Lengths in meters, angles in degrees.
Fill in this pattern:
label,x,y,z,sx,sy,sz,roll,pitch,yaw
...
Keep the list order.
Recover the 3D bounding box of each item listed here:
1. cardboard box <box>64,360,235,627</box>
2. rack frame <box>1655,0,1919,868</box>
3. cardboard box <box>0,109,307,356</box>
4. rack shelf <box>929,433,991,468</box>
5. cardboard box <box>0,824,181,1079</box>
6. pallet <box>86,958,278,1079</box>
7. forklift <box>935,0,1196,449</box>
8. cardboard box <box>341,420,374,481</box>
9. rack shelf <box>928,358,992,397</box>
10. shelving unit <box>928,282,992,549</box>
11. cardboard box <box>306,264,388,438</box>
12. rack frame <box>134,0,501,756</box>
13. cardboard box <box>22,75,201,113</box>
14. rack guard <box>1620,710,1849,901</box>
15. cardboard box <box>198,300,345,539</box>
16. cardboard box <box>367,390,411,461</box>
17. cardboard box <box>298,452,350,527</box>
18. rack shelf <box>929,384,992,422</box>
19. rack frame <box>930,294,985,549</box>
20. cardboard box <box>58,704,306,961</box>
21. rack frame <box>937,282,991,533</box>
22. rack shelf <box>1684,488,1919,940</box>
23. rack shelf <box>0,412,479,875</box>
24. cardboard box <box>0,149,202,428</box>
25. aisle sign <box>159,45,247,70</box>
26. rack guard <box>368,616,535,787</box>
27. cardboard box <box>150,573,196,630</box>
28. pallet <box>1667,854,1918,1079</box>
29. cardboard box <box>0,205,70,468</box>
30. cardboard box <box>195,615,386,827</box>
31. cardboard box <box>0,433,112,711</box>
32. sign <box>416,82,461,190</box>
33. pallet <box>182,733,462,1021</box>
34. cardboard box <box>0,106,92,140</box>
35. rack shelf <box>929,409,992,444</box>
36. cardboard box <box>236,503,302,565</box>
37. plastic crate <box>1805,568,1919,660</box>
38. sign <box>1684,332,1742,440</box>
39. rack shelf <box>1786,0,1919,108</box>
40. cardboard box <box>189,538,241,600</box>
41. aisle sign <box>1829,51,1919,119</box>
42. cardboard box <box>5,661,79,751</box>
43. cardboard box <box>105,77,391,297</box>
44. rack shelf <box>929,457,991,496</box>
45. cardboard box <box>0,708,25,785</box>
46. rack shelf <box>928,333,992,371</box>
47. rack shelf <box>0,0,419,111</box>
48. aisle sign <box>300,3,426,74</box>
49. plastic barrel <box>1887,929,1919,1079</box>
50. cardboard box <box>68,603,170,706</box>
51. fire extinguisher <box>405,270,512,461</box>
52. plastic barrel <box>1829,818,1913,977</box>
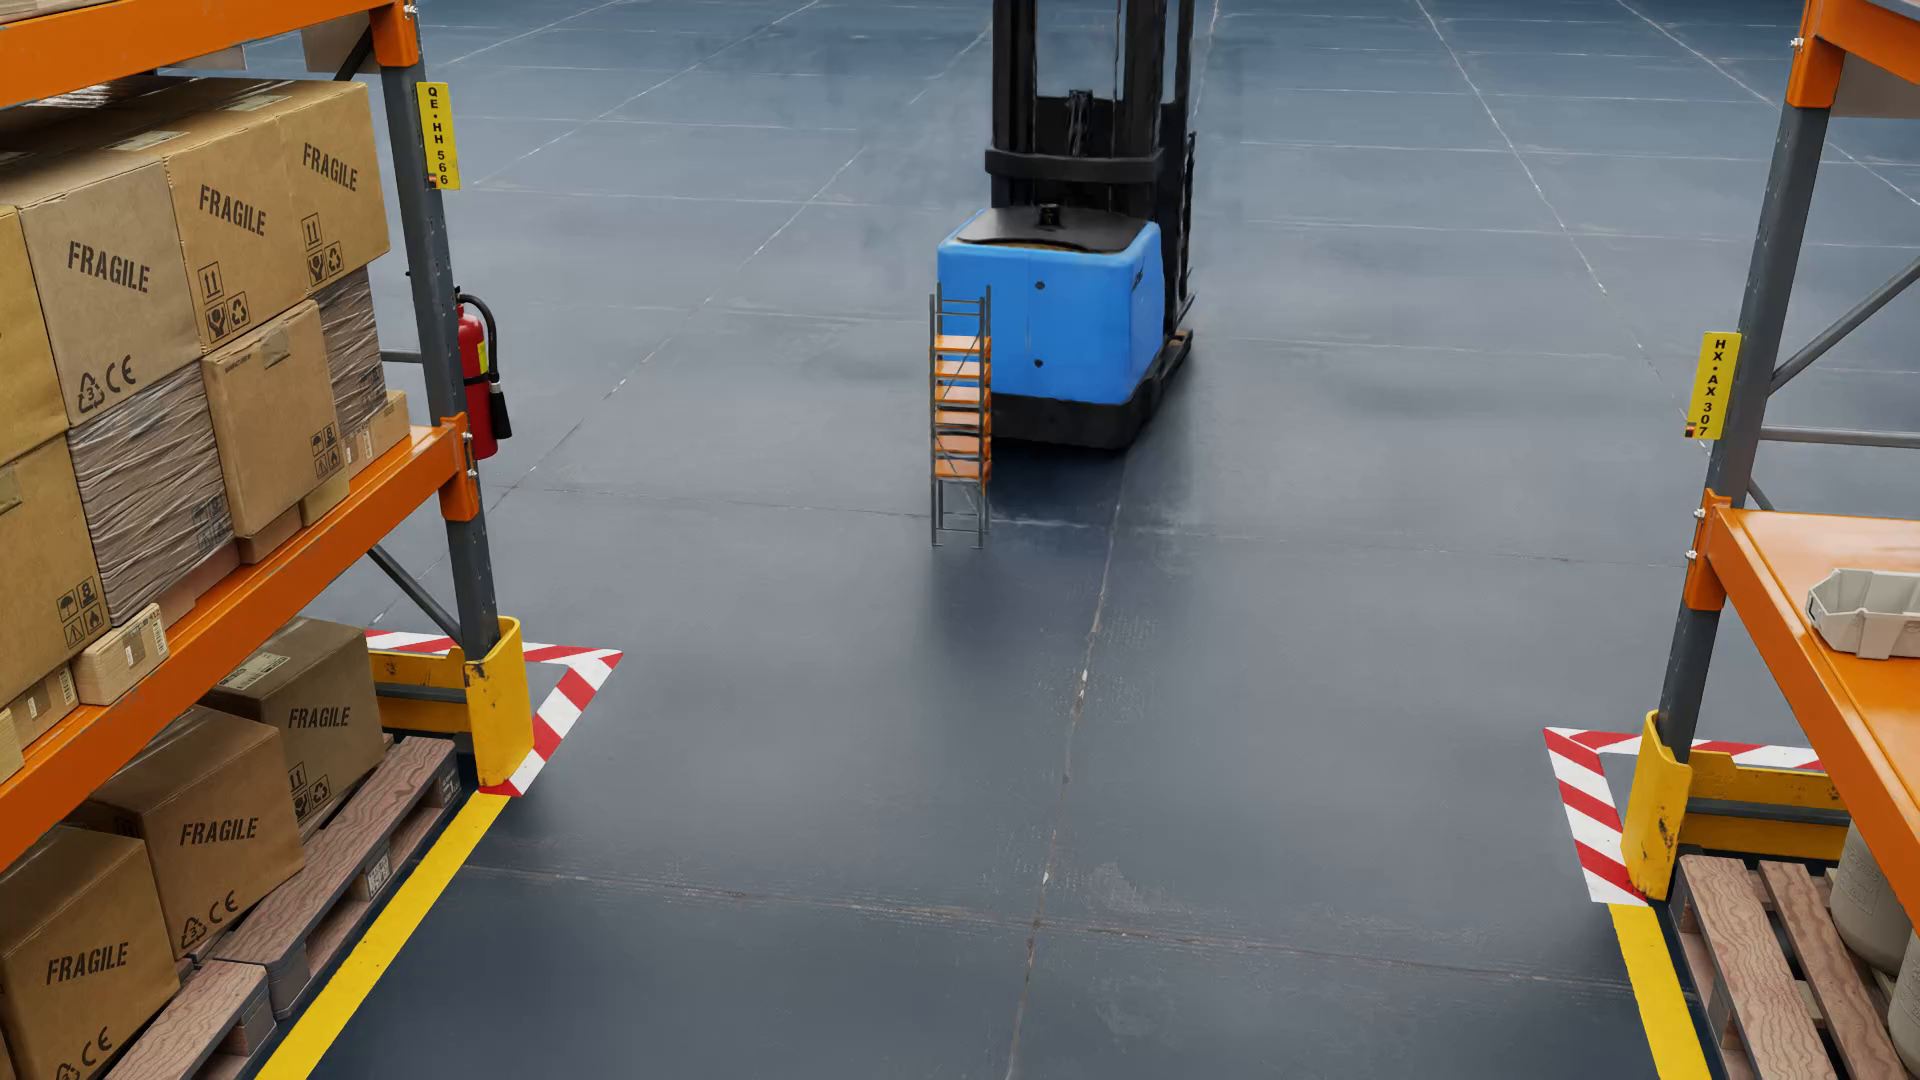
label,x,y,z,sx,sy,sz,roll,pitch,yaw
cardboard box,-2.358,-0.154,4.071,0.875,0.500,0.500,4,25,9
rack frame,2.733,-0.282,4.815,1.000,3.000,0.127,4,25,9
cardboard box,-2.075,-0.802,4.276,0.500,0.500,0.500,4,25,9
rack shelf,0.002,-0.401,7.578,0.258,0.103,0.180,4,25,9
cardboard box,-2.457,1.089,4.338,0.500,0.500,0.500,6,26,13
pallet,-2.535,1.515,4.264,1.003,0.211,1.213,4,25,9
forklift,0.785,-2.399,9.418,1.130,2.935,3.031,7,26,15
cardboard box,-2.038,-0.274,5.093,0.380,0.149,0.250,4,25,9
rack shelf,0.002,-0.727,7.426,0.258,0.103,0.180,4,25,9
shelving unit,0.002,-0.549,7.509,0.258,1.200,0.189,4,25,9
cardboard box,-2.270,-0.577,4.976,0.875,0.500,0.500,4,25,9
rack frame,-2.153,-0.625,5.548,1.000,3.000,0.127,4,25,9
cardboard box,-2.512,-1.047,4.801,0.500,0.500,0.500,4,25,9
rack guard,2.767,0.885,5.270,1.175,0.500,0.348,4,25,9
cardboard box,-2.234,-0.360,4.512,0.875,0.500,0.500,4,25,9
cardboard box,-1.996,-0.378,5.316,0.380,0.149,0.250,4,25,9
cardboard box,-2.028,-0.165,4.862,0.380,0.149,0.250,4,25,9
rack shelf,0.002,-0.618,7.477,0.258,0.103,0.180,4,25,9
rack frame,-0.013,-0.511,7.427,0.240,1.200,0.006,4,25,9
cardboard box,-2.336,0.829,4.894,0.500,0.500,0.500,11,27,22
rack frame,0.017,-0.588,7.590,0.240,1.200,0.006,4,25,9
rack shelf,2.406,0.880,3.180,1.077,0.370,4.000,4,25,9
rack shelf,-2.480,0.537,3.913,1.077,0.370,4.000,4,25,9
cardboard box,-2.160,-0.593,3.830,0.500,0.500,0.500,4,25,9
aisle sign,-2.439,-1.850,5.097,0.394,0.787,0.004,4,25,9
rack guard,-2.166,0.538,6.010,1.175,0.500,0.348,4,25,9
cardboard box,-2.184,0.146,4.197,0.380,0.149,0.250,4,25,9
pallet,2.629,1.355,4.606,1.003,0.211,1.213,4,25,9
cardboard box,-2.250,-0.384,3.384,0.500,0.500,0.500,4,25,9
cardboard box,-2.272,0.577,5.433,0.500,0.500,0.500,9,27,18
cardboard box,-2.451,0.055,3.626,0.875,0.500,0.500,4,25,9
sign,-1.609,-1.246,5.135,0.100,0.325,0.005,4,25,9
pallet,-2.333,1.007,5.350,1.003,0.211,1.213,4,25,9
cardboard box,-2.601,-0.838,4.355,0.500,0.500,0.500,4,25,9
rack shelf,0.002,-0.509,7.527,0.258,0.103,0.180,4,25,9
cardboard box,-2.084,-0.062,4.641,0.380,0.149,0.250,4,25,9
plastic crate,2.269,0.189,4.119,0.298,0.136,0.250,4,25,9
sign,2.191,-0.448,4.841,0.100,0.325,0.005,4,25,9
rack shelf,2.406,-0.479,2.544,1.077,0.370,4.000,4,25,9
cardboard box,-2.166,0.040,4.423,0.380,0.149,0.250,4,25,9
aisle sign,2.456,-1.510,4.371,0.394,0.787,0.004,4,25,9
cardboard box,-2.247,0.356,3.747,0.380,0.149,0.250,4,25,9
cardboard box,-1.999,-1.011,4.724,0.500,0.500,0.500,4,25,9
rack shelf,0.002,-0.292,7.629,0.258,0.103,0.180,4,25,9
cardboard box,-2.243,0.464,3.517,0.380,0.149,0.250,4,25,9
rack shelf,0.002,-0.835,7.375,0.258,0.103,0.180,4,25,9
rack shelf,-2.480,-0.822,3.277,1.077,0.370,4.000,4,25,9
aisle sign,-1.847,-1.808,5.008,0.394,0.787,0.004,4,25,9
plastic barrel,2.619,1.144,4.206,0.421,0.512,0.421,0,25,0
cardboard box,-2.138,0.256,3.960,0.380,0.149,0.250,4,25,9
fire extinguisher,-1.680,-0.606,5.598,0.296,0.674,0.183,4,25,9
plastic barrel,2.701,0.935,4.654,0.421,0.512,0.421,0,25,0
